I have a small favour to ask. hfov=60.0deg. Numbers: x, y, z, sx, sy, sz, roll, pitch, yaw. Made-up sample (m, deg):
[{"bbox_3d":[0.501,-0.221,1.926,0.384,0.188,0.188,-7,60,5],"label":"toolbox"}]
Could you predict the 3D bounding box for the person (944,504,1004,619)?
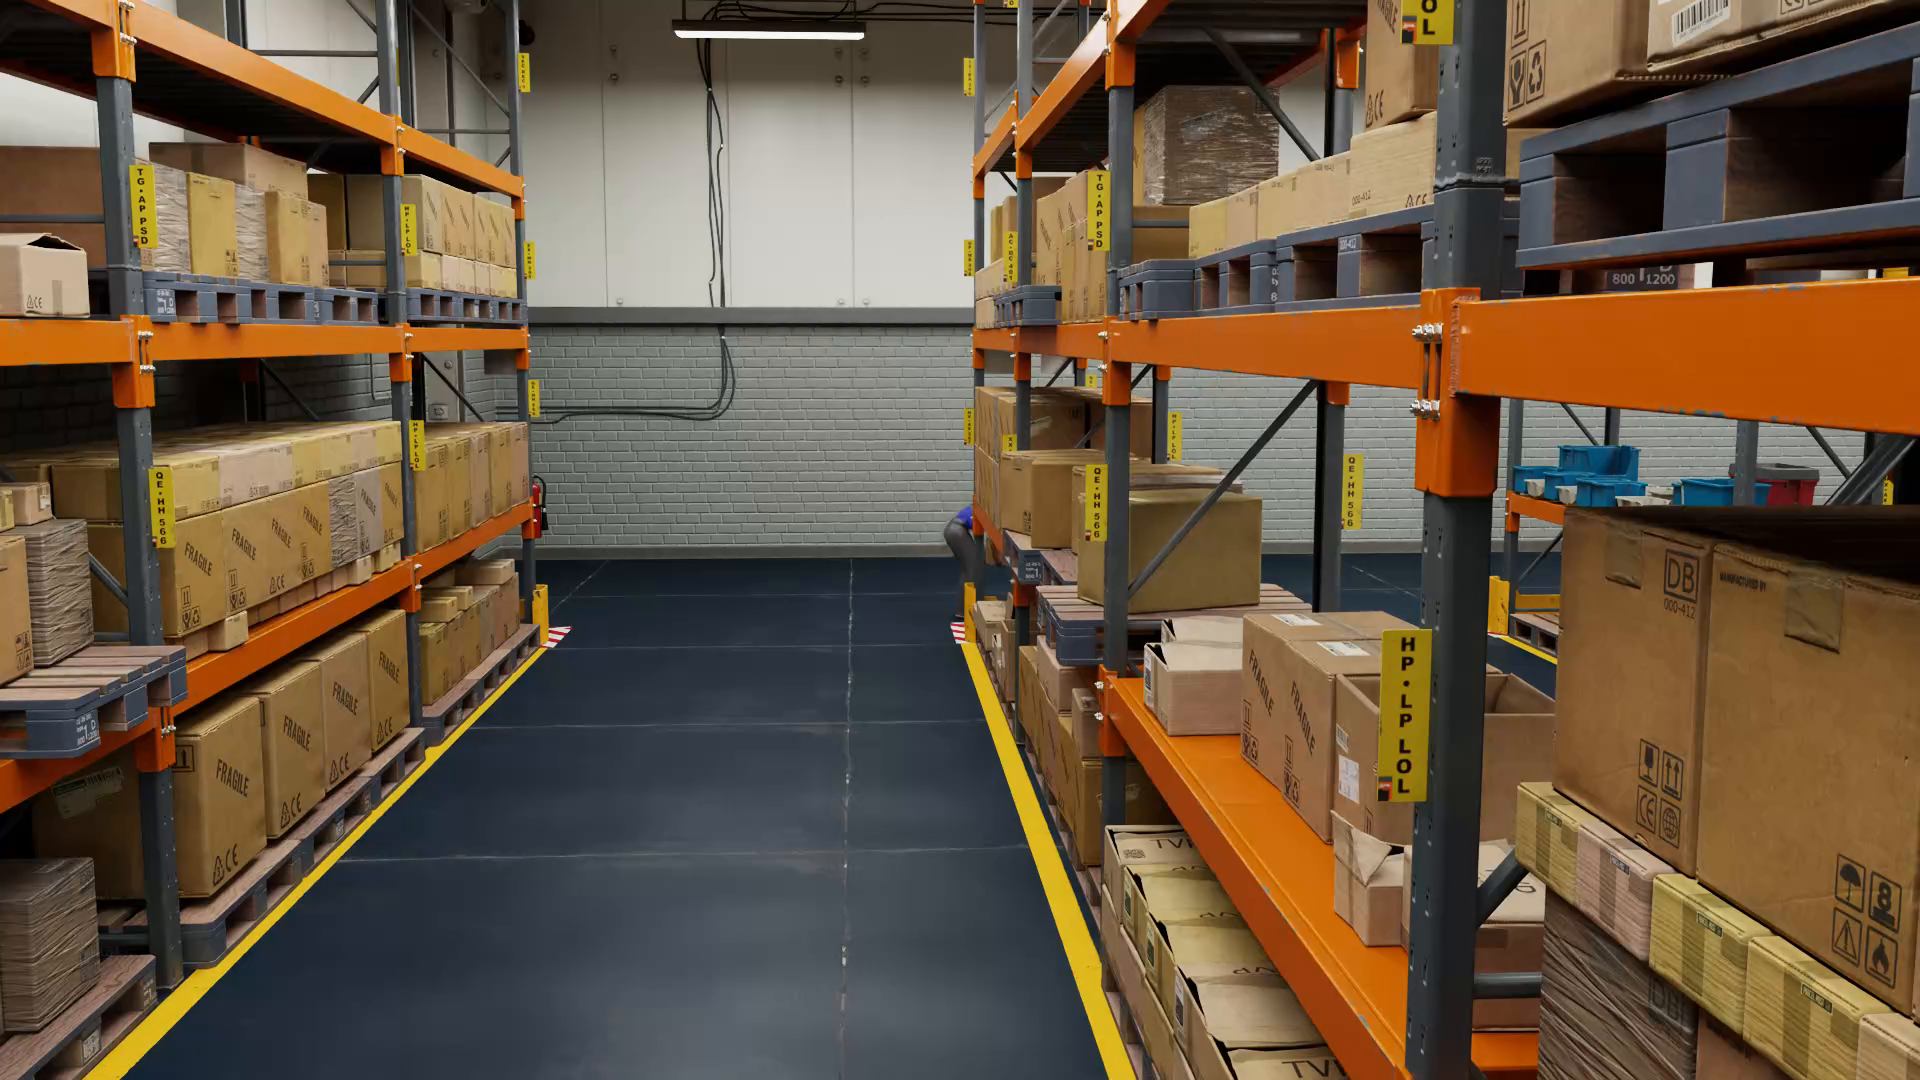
[{"bbox_3d":[0.222,0.081,16.287,0.759,1.381,0.416,0,7,1],"label":"person"}]
